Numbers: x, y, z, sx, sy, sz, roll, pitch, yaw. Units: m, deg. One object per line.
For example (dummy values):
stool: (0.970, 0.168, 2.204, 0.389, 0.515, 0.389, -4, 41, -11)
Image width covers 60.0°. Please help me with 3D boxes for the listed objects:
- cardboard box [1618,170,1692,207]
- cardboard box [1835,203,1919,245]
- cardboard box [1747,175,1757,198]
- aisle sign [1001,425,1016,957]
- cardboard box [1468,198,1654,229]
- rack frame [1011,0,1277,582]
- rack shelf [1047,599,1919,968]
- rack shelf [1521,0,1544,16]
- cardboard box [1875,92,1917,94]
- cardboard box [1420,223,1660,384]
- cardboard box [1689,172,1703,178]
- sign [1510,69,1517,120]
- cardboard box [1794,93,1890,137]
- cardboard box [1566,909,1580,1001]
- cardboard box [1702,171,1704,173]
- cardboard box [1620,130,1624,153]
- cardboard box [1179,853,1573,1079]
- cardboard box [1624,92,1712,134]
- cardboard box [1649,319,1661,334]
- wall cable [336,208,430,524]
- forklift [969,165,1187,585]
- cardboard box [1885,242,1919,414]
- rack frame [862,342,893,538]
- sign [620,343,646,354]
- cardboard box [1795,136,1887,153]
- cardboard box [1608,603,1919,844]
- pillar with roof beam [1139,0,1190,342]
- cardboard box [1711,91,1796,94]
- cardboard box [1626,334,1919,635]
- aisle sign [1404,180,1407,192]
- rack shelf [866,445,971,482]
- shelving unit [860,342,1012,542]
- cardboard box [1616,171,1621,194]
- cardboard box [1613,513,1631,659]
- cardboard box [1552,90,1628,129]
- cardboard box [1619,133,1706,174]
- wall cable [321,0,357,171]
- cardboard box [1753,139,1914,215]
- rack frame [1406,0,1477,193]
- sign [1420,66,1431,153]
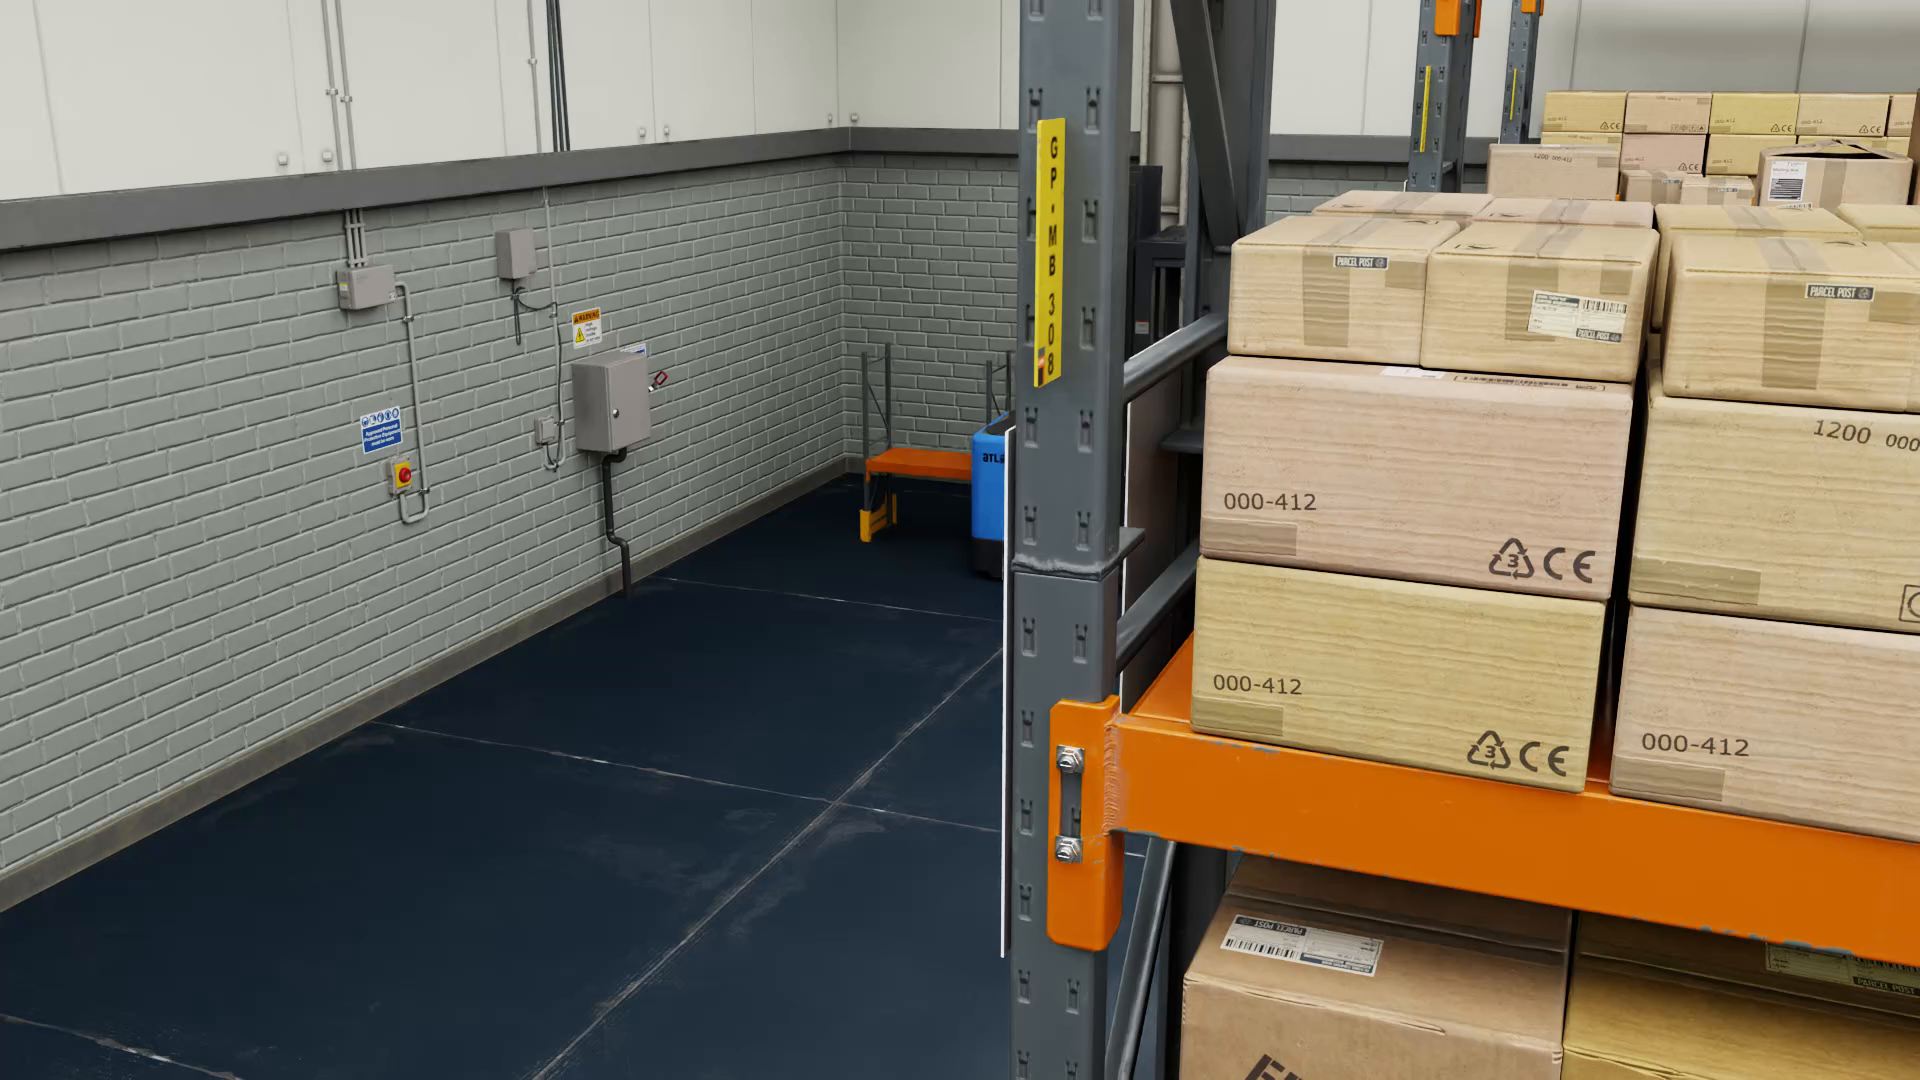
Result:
cardboard box: (2.906, -1.458, 6.955, 0.250, 0.149, 0.380, 5, 17, 16)
cardboard box: (1.447, -0.406, 2.470, 0.250, 0.149, 0.380, 7, 17, 22)
cardboard box: (5.243, -2.311, 10.825, 0.250, 0.149, 0.380, 6, 17, 20)
aisle sign: (0.134, 0.182, 2.503, 0.004, 0.787, 0.394, 6, 17, 21)
cardboard box: (0.931, -0.437, 2.575, 0.250, 0.149, 0.380, 7, 17, 21)
rack frame: (0.312, -1.521, 2.271, 0.127, 3.000, 1.000, 6, 17, 21)
rack shelf: (2.173, 0.470, 2.085, 4.000, 0.370, 1.077, 6, 17, 21)
rack shelf: (5.713, -3.551, 10.560, 4.000, 0.370, 1.077, 6, 17, 21)
cardboard box: (6.257, -2.789, 10.859, 0.500, 0.250, 0.500, 6, 17, 20)
cardboard box: (0.761, -0.317, 2.161, 0.250, 0.149, 0.380, 7, 18, 23)
cardboard box: (4.743, -2.346, 10.943, 0.250, 0.149, 0.380, 7, 17, 22)
sign: (3.653, -2.941, 10.976, 0.005, 0.325, 0.100, 6, 17, 21)
cardboard box: (5.589, -2.708, 10.580, 0.500, 0.250, 0.500, 7, 18, 22)
cardboard box: (0.829, 0.672, 2.973, 0.500, 0.500, 0.500, 6, 17, 19)
cardboard box: (4.958, -2.486, 11.426, 0.250, 0.149, 0.380, 6, 17, 19)
cardboard box: (4.366, -2.758, 11.648, 0.500, 0.250, 0.500, 6, 17, 20)
cardboard box: (0.633, 0.804, 2.517, 0.500, 0.500, 0.500, 6, 17, 20)
cardboard box: (4.639, -2.805, 10.916, 0.500, 0.250, 0.500, 6, 17, 20)
cardboard box: (1.310, -0.215, 2.526, 0.500, 0.250, 0.500, 6, 17, 19)
wall cable: (-3.219, -1.007, 9.385, 0.123, 1.953, 0.585, 6, 17, 21)
forklift: (1.644, -1.135, 11.826, 3.031, 2.935, 1.130, 5, 17, 17)
cardboard box: (1.212, -0.245, 1.914, 0.250, 0.149, 0.380, 7, 17, 21)
rack frame: (-0.653, -0.782, 13.179, 0.032, 1.500, 0.500, 6, 17, 20)
sign: (-2.324, -1.138, 11.884, 0.001, 0.494, 0.329, 6, 17, 21)
cardboard box: (5.606, -2.467, 10.648, 0.500, 0.250, 0.500, 6, 17, 20)
cardboard box: (1.124, 0.159, 2.134, 0.500, 0.250, 0.500, 7, 18, 22)
pillar with roof beam: (0.095, -3.496, 9.074, 0.400, 9.000, 9.100, 6, 17, 21)
cardboard box: (5.335, -2.896, 11.229, 0.500, 0.250, 0.500, 6, 17, 21)
cardboard box: (1.111, -0.083, 2.070, 0.500, 0.250, 0.500, 6, 17, 20)
aisle sign: (1.861, -1.114, 6.969, 0.004, 0.787, 0.394, 6, 17, 21)
rack shelf: (-0.178, -0.560, 13.057, 1.000, 0.185, 0.538, 6, 17, 20)
shelving unit: (-0.186, -0.733, 13.010, 1.083, 1.500, 0.587, 6, 17, 20)
cardboard box: (4.317, -2.428, 11.229, 0.250, 0.149, 0.380, 7, 17, 22)
cardboard box: (1.310, 0.020, 2.613, 0.500, 0.250, 0.500, 6, 17, 21)
cardboard box: (4.368, -3.000, 11.585, 0.500, 0.250, 0.500, 6, 17, 19)
cardboard box: (4.645, -2.570, 11.001, 0.500, 0.250, 0.500, 7, 17, 22)
wall cable: (-3.360, -3.324, 8.481, 0.029, 3.000, 0.463, 6, 17, 21)
cardboard box: (3.409, -1.415, 6.515, 0.500, 0.311, 0.500, 7, 17, 22)
rack frame: (2.035, -2.815, 6.729, 0.127, 3.000, 1.000, 6, 17, 21)
sign: (1.825, -1.689, 6.520, 0.005, 0.325, 0.100, 6, 17, 21)
